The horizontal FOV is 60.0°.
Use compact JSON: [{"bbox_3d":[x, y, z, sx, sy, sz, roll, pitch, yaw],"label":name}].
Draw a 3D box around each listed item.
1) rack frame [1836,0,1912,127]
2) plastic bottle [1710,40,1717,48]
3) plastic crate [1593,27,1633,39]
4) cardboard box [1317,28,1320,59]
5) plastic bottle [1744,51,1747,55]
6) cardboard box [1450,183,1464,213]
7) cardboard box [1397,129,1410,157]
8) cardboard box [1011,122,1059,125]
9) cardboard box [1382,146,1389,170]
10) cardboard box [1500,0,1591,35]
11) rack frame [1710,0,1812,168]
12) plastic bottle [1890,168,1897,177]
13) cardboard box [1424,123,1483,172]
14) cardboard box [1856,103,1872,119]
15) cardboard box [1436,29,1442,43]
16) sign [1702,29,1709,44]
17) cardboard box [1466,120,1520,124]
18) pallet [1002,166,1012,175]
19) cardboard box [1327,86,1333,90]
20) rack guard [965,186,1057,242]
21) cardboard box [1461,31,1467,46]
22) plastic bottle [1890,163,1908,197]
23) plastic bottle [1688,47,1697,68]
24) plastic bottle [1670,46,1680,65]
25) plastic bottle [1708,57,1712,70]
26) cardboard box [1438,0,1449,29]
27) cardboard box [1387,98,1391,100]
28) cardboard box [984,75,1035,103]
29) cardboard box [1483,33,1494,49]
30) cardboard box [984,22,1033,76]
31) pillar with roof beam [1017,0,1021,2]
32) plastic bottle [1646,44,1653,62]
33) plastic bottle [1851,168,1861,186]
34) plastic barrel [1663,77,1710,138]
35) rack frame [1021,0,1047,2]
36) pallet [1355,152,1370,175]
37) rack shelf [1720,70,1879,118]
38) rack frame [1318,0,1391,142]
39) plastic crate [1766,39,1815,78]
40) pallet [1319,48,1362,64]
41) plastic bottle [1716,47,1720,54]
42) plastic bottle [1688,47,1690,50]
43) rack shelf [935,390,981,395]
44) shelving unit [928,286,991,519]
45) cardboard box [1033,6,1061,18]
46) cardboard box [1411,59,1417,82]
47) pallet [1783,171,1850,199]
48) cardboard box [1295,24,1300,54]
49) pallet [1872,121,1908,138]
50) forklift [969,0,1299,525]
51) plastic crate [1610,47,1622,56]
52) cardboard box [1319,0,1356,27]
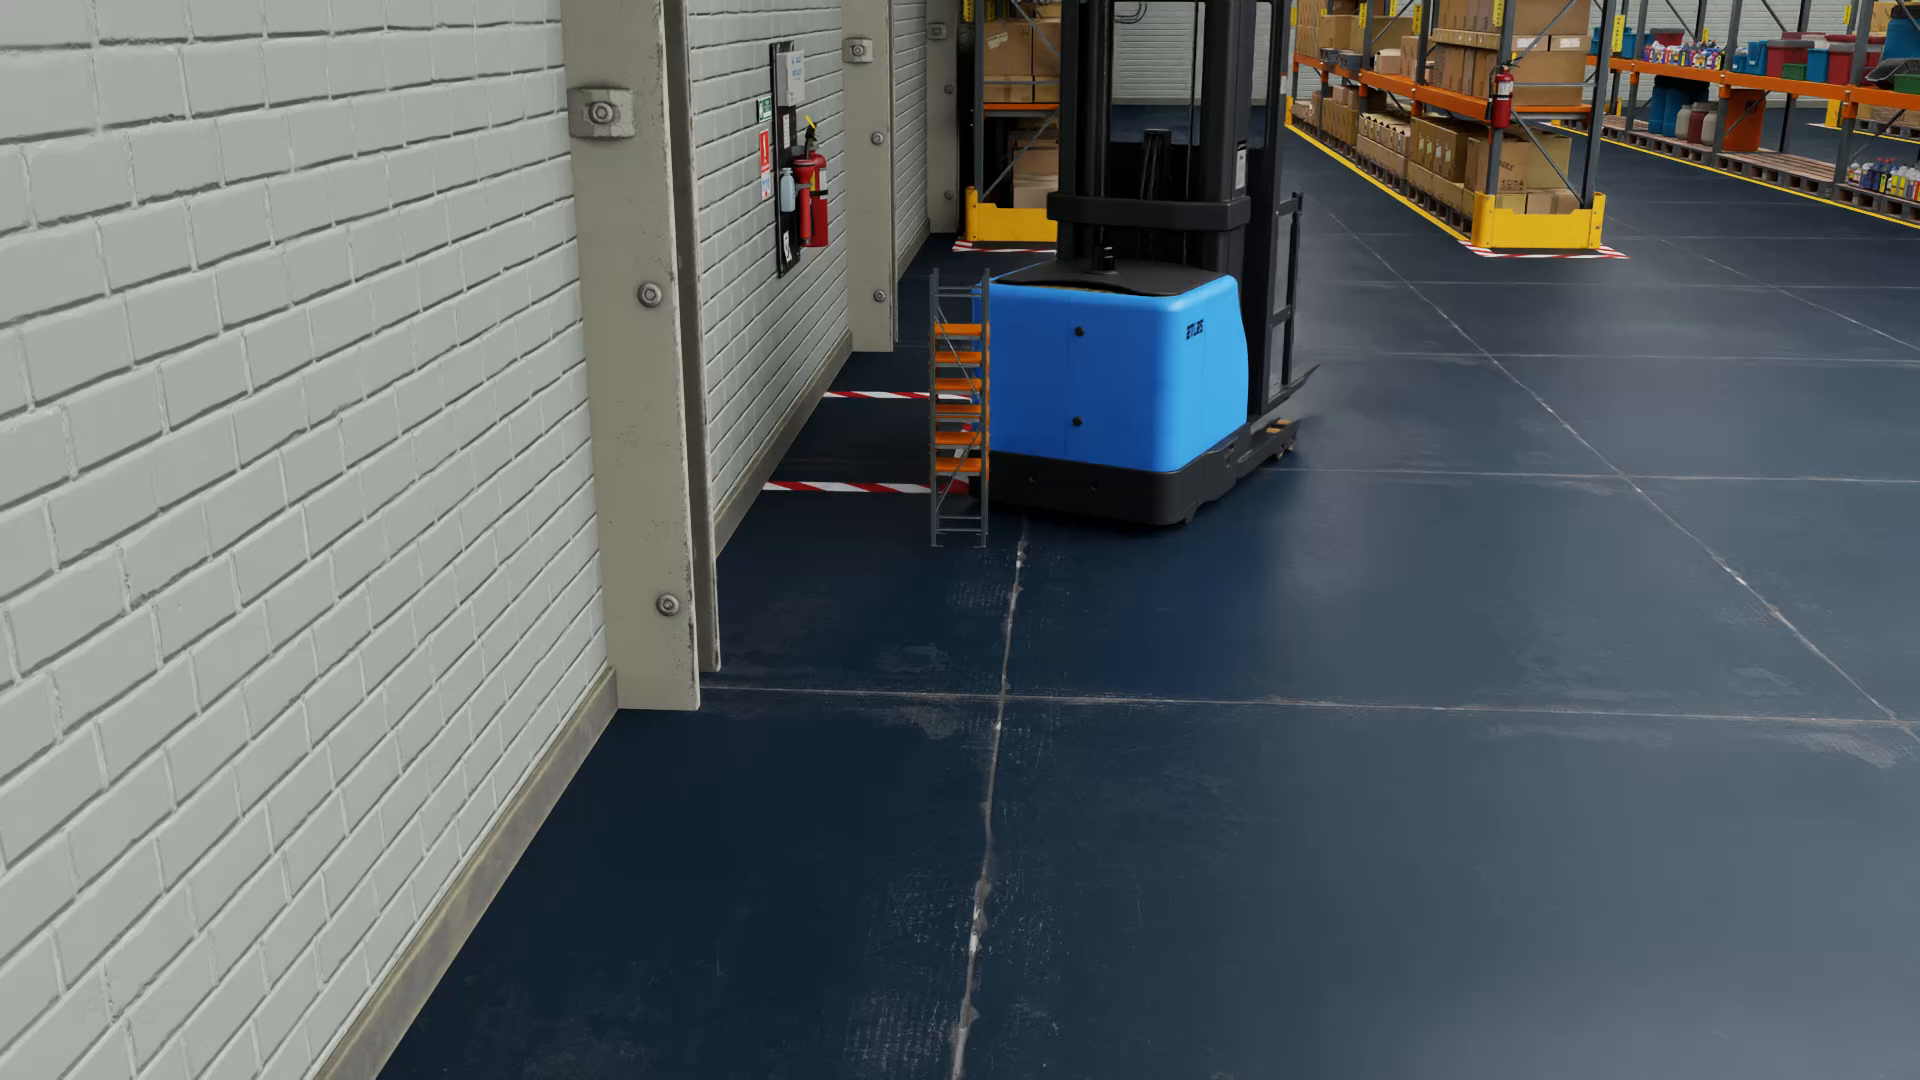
[{"bbox_3d":[16.607,-9.039,30.190,1.000,3.000,0.127,1,18,4],"label":"rack frame"},{"bbox_3d":[11.628,-7.533,25.675,0.144,0.351,0.185,1,18,4],"label":"plastic bottle"},{"bbox_3d":[11.829,-9.086,30.183,0.616,0.435,0.499,1,18,4],"label":"plastic crate"},{"bbox_3d":[6.220,-8.227,27.553,0.500,0.500,0.500,2,18,5],"label":"cardboard box"},{"bbox_3d":[11.575,-7.094,24.443,0.061,0.283,0.133,1,18,4],"label":"plastic bottle"},{"bbox_3d":[5.347,-3.513,17.069,0.500,0.250,0.500,1,18,4],"label":"cardboard box"},{"bbox_3d":[5.610,-4.826,20.173,0.500,0.311,0.500,1,18,4],"label":"cardboard box"},{"bbox_3d":[1.025,-5.213,21.822,0.700,0.500,0.500,1,18,5],"label":"cardboard box"},{"bbox_3d":[5.681,-4.878,21.234,0.500,0.250,0.500,2,18,5],"label":"cardboard box"},{"bbox_3d":[5.630,-5.117,15.977,0.700,0.500,0.500,1,18,4],"label":"cardboard box"},{"bbox_3d":[11.094,-6.665,22.945,1.000,3.000,0.127,1,18,4],"label":"rack frame"},{"bbox_3d":[10.348,-3.988,18.452,0.097,0.271,0.097,0,18,0],"label":"plastic bottle"},{"bbox_3d":[5.449,-4.336,18.374,0.500,0.500,0.500,1,18,4],"label":"cardboard box"},{"bbox_3d":[16.641,-8.028,29.844,0.875,0.875,0.875,1,18,4],"label":"cardboard box"},{"bbox_3d":[5.636,-5.733,18.899,0.380,0.149,0.250,2,18,5],"label":"cardboard box"},{"bbox_3d":[11.929,-8.026,26.654,0.100,0.325,0.005,1,18,4],"label":"sign"},{"bbox_3d":[6.004,-4.479,18.813,0.500,0.500,0.500,1,18,4],"label":"cardboard box"},{"bbox_3d":[0.980,-4.560,21.001,1.003,0.211,1.213,1,18,4],"label":"pallet"},{"bbox_3d":[6.933,-8.108,30.657,0.500,0.500,0.500,1,18,4],"label":"cardboard box"},{"bbox_3d":[0.644,-3.237,16.498,1.175,0.500,0.348,1,18,4],"label":"rack guard"},{"bbox_3d":[5.547,-5.329,17.668,0.380,0.149,0.250,1,18,3],"label":"cardboard box"},{"bbox_3d":[10.291,-3.940,18.179,0.144,0.351,0.185,1,18,3],"label":"plastic bottle"},{"bbox_3d":[10.779,-7.099,24.459,0.061,0.283,0.133,1,18,4],"label":"plastic bottle"},{"bbox_3d":[10.884,-7.353,25.245,0.152,0.276,0.135,1,18,4],"label":"plastic bottle"},{"bbox_3d":[10.740,-6.812,23.715,0.097,0.201,0.097,0,18,0],"label":"plastic bottle"},{"bbox_3d":[5.841,-6.060,18.856,0.700,0.500,0.500,1,18,4],"label":"cardboard box"},{"bbox_3d":[6.690,-6.880,26.911,0.500,0.500,0.500,1,18,4],"label":"cardboard box"},{"bbox_3d":[0.479,-4.489,16.514,0.500,0.250,0.500,2,18,5],"label":"cardboard box"},{"bbox_3d":[5.473,-5.009,16.691,0.380,0.149,0.250,2,18,5],"label":"cardboard box"},{"bbox_3d":[0.460,-4.847,16.402,0.500,0.500,0.500,1,18,3],"label":"cardboard box"},{"bbox_3d":[5.410,-12.983,32.593,9.100,9.000,0.400,1,18,4],"label":"pillar with roof beam"},{"bbox_3d":[10.919,-7.706,26.309,0.061,0.283,0.133,1,18,4],"label":"plastic bottle"},{"bbox_3d":[10.339,-4.181,19.152,0.097,0.201,0.097,0,18,0],"label":"plastic bottle"},{"bbox_3d":[11.274,-6.721,25.812,0.600,0.901,0.708,1,18,4],"label":"plastic barrel"},{"bbox_3d":[1.499,-8.128,27.411,1.000,3.000,0.127,1,18,4],"label":"rack frame"},{"bbox_3d":[6.055,-5.196,22.942,1.003,0.211,1.213,1,18,4],"label":"pallet"},{"bbox_3d":[10.950,-5.702,21.161,1.077,0.370,4.000,1,18,4],"label":"rack shelf"},{"bbox_3d":[6.440,-8.019,27.077,1.000,3.000,0.127,1,18,4],"label":"rack frame"},{"bbox_3d":[10.673,-6.200,21.424,0.402,0.464,0.583,1,18,4],"label":"plastic crate"},{"bbox_3d":[6.274,-7.682,26.357,1.003,0.211,1.213,1,18,4],"label":"pallet"},{"bbox_3d":[11.460,-7.329,25.180,0.097,0.271,0.097,0,18,0],"label":"plastic bottle"},{"bbox_3d":[10.863,-7.197,24.756,0.061,0.283,0.133,1,18,4],"label":"plastic bottle"},{"bbox_3d":[-0.001,-0.656,7.193,0.199,0.020,0.166,1,18,4],"label":"rack shelf"},{"bbox_3d":[-0.001,-0.566,7.224,0.258,1.046,0.183,1,18,4],"label":"shelving unit"},{"bbox_3d":[1.209,-7.242,22.800,0.380,0.149,0.250,-2,18,-5],"label":"cardboard box"},{"bbox_3d":[5.746,-5.747,20.361,0.396,0.266,0.258,1,18,3],"label":"cardboard box"},{"bbox_3d":[10.824,-4.342,20.335,1.003,0.211,1.213,1,18,4],"label":"pallet"},{"bbox_3d":[6.432,-9.176,30.450,0.500,0.500,0.500,2,18,5],"label":"cardboard box"},{"bbox_3d":[16.538,-7.085,28.708,1.003,0.211,1.213,1,18,4],"label":"pallet"},{"bbox_3d":[1.162,-1.873,8.433,1.130,2.935,3.031,9,20,26],"label":"forklift"},{"bbox_3d":[11.205,-8.358,28.439,0.293,0.136,0.466,1,18,4],"label":"plastic crate"},{"bbox_3d":[6.218,-8.704,27.403,0.500,0.500,0.500,1,18,4],"label":"cardboard box"}]
